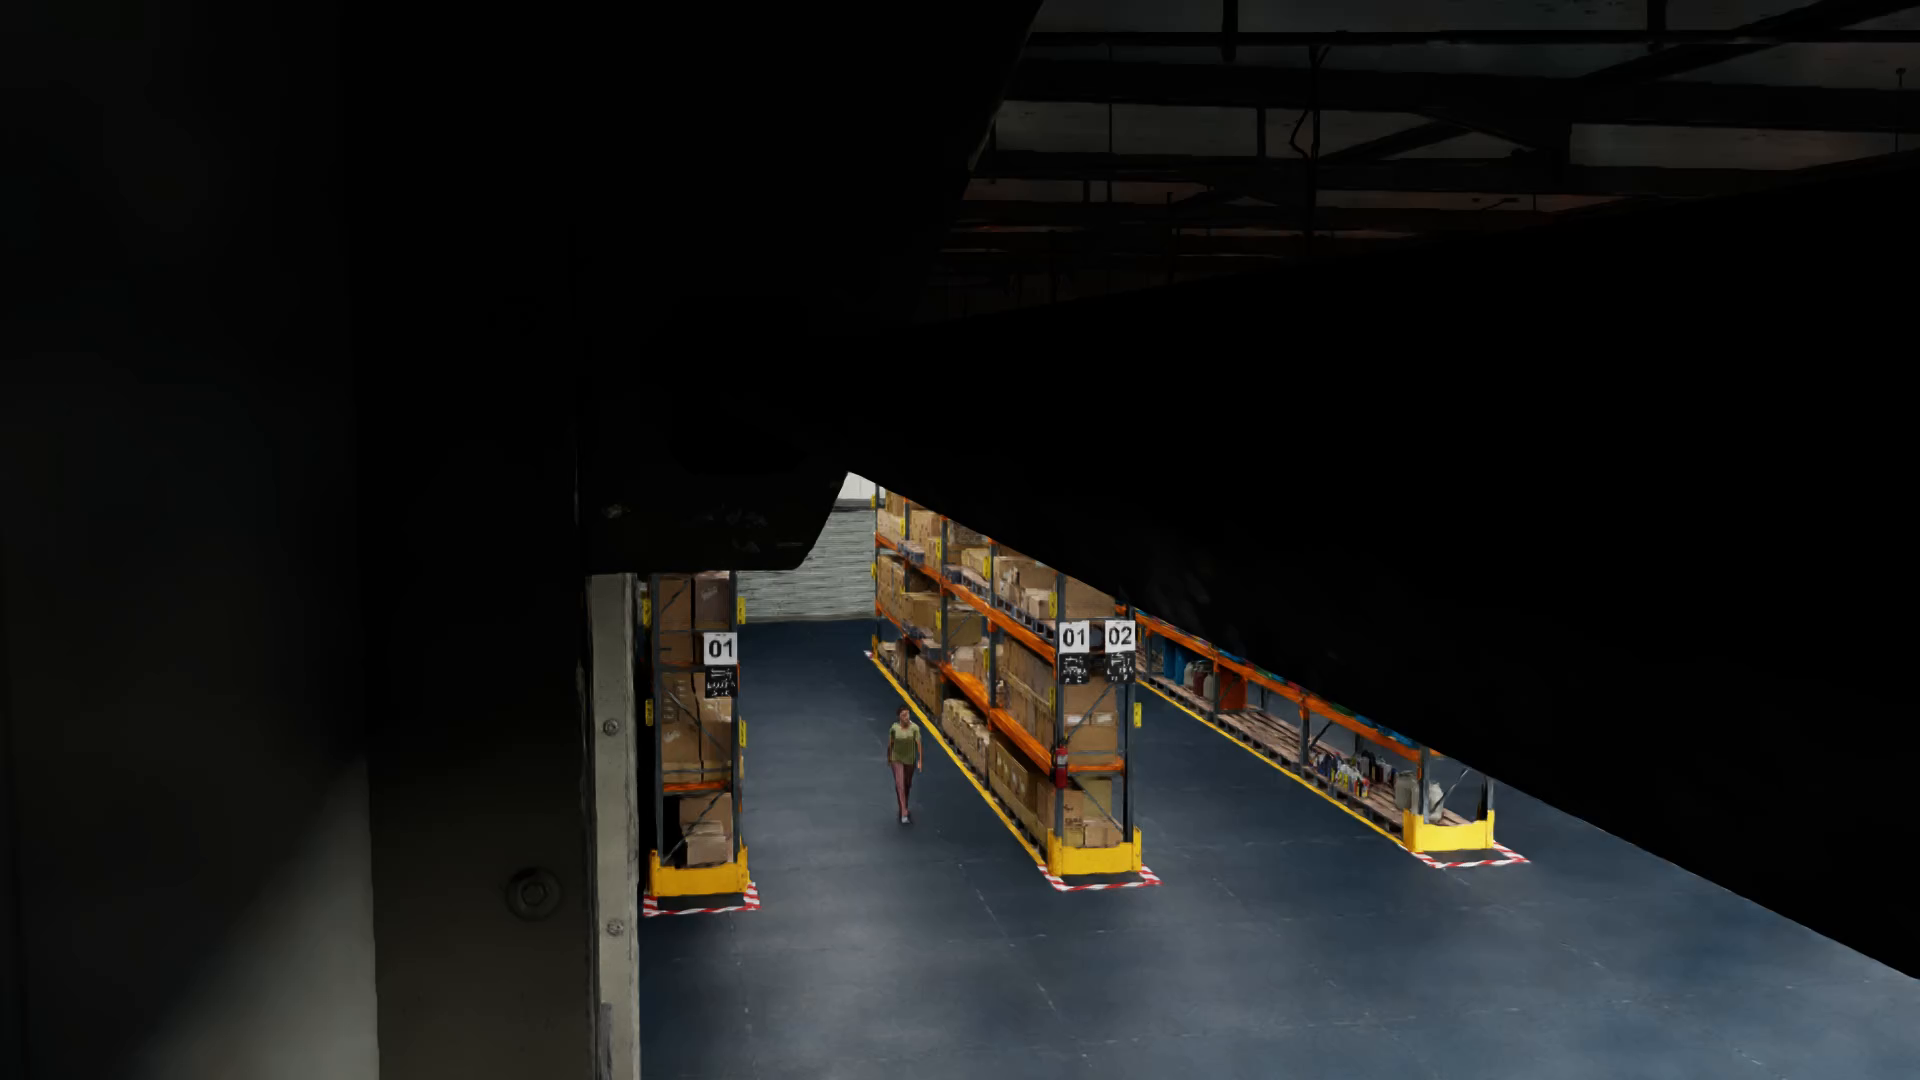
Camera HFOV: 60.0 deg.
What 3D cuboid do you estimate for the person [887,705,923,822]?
[{"bbox_3d":[-0.762,3.116,23.484,0.458,1.612,1.019,-1,6,-12],"label":"person"}]
